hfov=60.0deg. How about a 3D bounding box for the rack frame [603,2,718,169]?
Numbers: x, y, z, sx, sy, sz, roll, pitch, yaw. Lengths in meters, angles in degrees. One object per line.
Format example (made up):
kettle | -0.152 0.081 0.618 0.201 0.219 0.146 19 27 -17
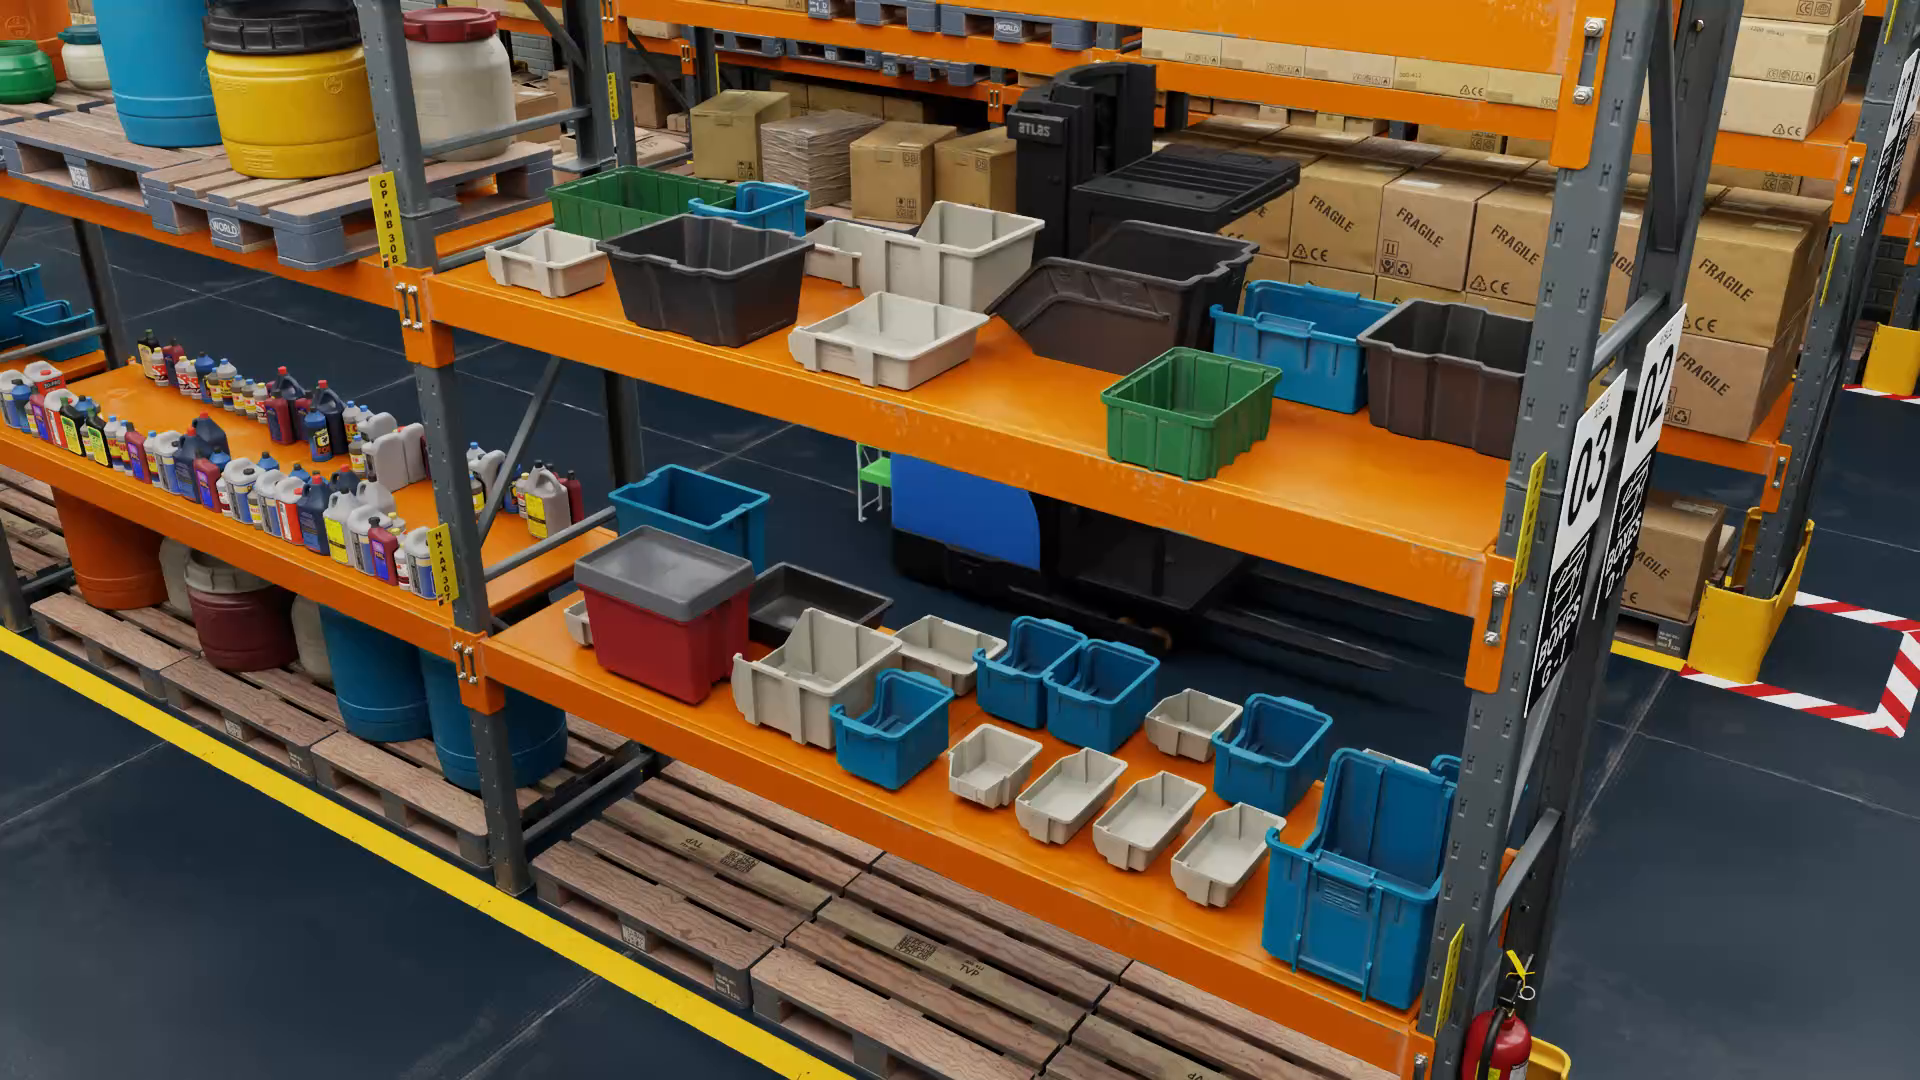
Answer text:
rack frame | -2.181 -2.863 12.568 0.127 3.000 1.000 17 32 30

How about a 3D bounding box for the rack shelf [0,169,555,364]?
rack shelf | -3.340 -1.515 7.405 4.000 0.370 1.077 17 32 30

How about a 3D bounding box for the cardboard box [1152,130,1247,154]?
cardboard box | 1.346 -2.100 9.856 0.500 0.500 0.500 18 32 32

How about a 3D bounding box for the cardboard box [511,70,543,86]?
cardboard box | -5.454 -5.557 20.341 0.500 0.311 0.500 14 30 25

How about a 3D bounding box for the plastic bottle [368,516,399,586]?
plastic bottle | -2.416 0.045 6.984 0.133 0.283 0.061 17 32 30

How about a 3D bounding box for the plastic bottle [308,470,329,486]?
plastic bottle | -2.861 -0.182 7.443 0.097 0.271 0.097 0 27 0

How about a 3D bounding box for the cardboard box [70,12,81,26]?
cardboard box | -8.354 -5.003 15.948 0.250 0.149 0.380 16 31 29

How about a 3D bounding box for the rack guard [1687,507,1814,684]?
rack guard | 4.351 0.286 9.137 0.348 0.500 1.175 17 32 30

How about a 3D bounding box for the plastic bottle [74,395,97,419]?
plastic bottle | -4.319 -0.587 8.237 0.097 0.271 0.097 0 27 0

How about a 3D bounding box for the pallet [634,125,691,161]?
pallet | -3.250 -4.659 19.173 1.213 0.211 1.003 17 32 30

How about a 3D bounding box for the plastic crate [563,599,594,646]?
plastic crate | -1.388 0.279 6.619 0.243 0.136 0.396 17 32 30

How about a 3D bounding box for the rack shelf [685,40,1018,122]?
rack shelf | -1.028 -4.909 17.381 4.000 0.370 1.077 17 32 30

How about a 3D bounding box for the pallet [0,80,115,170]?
pallet | -4.413 -2.032 7.836 1.213 0.211 1.003 17 32 30

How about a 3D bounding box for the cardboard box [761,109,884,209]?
cardboard box | -0.952 -2.669 11.613 0.700 0.500 0.500 -24 36 -39

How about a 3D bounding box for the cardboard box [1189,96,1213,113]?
cardboard box | 2.244 -3.982 15.022 0.250 0.149 0.380 18 32 32

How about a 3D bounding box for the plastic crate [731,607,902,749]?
plastic crate | -0.537 0.502 6.020 0.530 0.282 0.437 17 32 30

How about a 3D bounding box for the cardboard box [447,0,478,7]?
cardboard box | -5.751 -6.468 19.796 0.500 0.250 0.500 16 31 29

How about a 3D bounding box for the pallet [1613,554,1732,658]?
pallet | 3.693 0.211 9.604 1.213 0.211 1.003 17 32 30

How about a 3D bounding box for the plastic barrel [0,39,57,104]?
plastic barrel | -4.245 -2.109 7.487 0.294 0.245 0.294 0 27 0

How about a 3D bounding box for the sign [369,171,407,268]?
sign | -2.004 -1.120 5.827 0.005 0.325 0.100 17 32 30

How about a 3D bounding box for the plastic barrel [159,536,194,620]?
plastic barrel | -4.059 0.141 8.947 0.421 0.512 0.421 0 27 0

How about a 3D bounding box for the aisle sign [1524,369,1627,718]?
aisle sign | 1.500 0.012 4.053 0.004 0.787 0.394 17 32 30

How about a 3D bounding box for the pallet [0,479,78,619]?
pallet | -5.605 0.017 9.983 1.213 0.211 1.003 17 32 30

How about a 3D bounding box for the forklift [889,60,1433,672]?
forklift | 1.097 -0.944 8.874 3.031 2.935 1.130 16 31 29

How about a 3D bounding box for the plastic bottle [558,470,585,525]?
plastic bottle | -1.752 -0.186 7.438 0.133 0.283 0.061 17 32 30

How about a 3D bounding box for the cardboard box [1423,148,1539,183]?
cardboard box | 2.933 -1.903 9.470 0.500 0.500 0.500 17 32 30

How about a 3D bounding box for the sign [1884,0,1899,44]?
sign | 4.083 -2.338 7.253 0.005 0.325 0.100 17 32 30

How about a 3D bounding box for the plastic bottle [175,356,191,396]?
plastic bottle | -4.138 -0.883 8.897 0.097 0.201 0.097 0 27 0

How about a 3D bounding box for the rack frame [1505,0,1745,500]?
rack frame | 1.606 -1.631 3.534 0.127 3.000 1.000 17 32 30

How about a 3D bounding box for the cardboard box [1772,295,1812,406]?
cardboard box | 4.197 -1.066 8.926 0.500 0.500 0.500 18 32 31

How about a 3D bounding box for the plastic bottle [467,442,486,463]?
plastic bottle | -2.239 -0.323 7.719 0.097 0.271 0.097 0 27 0

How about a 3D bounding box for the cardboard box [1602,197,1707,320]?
cardboard box | 3.474 -1.440 8.559 0.500 0.500 0.500 18 32 32

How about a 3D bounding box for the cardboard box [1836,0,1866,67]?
cardboard box | 4.138 -2.531 8.222 0.500 0.250 0.500 17 32 30

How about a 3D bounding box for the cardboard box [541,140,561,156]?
cardboard box | -3.264 -3.057 13.227 0.250 0.149 0.380 20 33 34

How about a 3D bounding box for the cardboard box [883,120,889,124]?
cardboard box | -0.787 -4.256 17.577 0.500 0.500 0.700 17 32 30

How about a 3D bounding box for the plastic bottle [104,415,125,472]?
plastic bottle | -4.053 -0.470 8.009 0.097 0.271 0.097 0 27 0

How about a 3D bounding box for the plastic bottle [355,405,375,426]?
plastic bottle | -2.891 -0.526 8.118 0.097 0.271 0.097 0 27 0

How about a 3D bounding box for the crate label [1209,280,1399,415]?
crate label | 1.029 -0.586 4.951 0.502 0.251 0.408 17 32 30

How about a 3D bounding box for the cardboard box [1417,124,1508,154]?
cardboard box | 4.356 -3.677 13.837 0.700 0.700 0.980 18 32 31

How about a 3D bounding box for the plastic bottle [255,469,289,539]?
plastic bottle | -3.027 -0.168 7.409 0.135 0.276 0.152 17 32 30

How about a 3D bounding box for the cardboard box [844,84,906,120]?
cardboard box | -0.863 -4.597 17.421 0.500 0.250 0.500 17 32 30

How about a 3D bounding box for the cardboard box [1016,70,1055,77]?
cardboard box | 0.876 -4.681 15.681 0.500 0.500 0.500 18 32 32

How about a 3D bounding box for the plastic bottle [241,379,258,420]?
plastic bottle | -3.657 -0.733 8.603 0.097 0.201 0.097 0 27 0

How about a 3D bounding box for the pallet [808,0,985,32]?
pallet | -0.238 -3.548 10.814 1.003 0.211 1.213 17 32 30

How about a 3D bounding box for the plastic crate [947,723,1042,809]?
plastic crate | 0.103 0.780 5.634 0.250 0.136 0.298 17 32 30

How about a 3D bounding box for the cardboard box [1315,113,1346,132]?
cardboard box | 3.258 -3.622 14.316 0.250 0.149 0.380 18 32 31

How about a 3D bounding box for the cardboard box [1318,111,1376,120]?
cardboard box | 3.395 -3.899 14.144 0.500 0.500 0.500 17 31 30

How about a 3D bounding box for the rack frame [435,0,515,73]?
rack frame | -5.973 -6.770 20.246 0.127 3.000 1.000 17 32 30

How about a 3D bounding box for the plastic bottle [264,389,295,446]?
plastic bottle | -3.400 -0.621 8.291 0.133 0.283 0.061 17 32 30

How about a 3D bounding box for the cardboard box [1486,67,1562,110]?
cardboard box | 3.015 -2.368 8.454 0.500 0.250 0.500 17 32 30

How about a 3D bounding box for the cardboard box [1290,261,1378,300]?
cardboard box | 2.217 -1.388 9.560 0.500 0.500 0.500 17 32 30

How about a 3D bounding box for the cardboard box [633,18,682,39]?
cardboard box | -3.238 -5.693 18.273 0.500 0.250 0.500 17 32 30

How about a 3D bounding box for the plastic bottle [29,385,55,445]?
plastic bottle | -4.569 -0.626 8.302 0.133 0.283 0.061 17 32 30

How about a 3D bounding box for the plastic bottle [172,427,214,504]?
plastic bottle | -3.542 -0.359 7.703 0.185 0.351 0.144 17 32 30

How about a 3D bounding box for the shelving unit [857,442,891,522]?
shelving unit | -0.361 -0.637 10.178 0.503 1.200 0.258 16 31 29

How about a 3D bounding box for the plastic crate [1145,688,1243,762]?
plastic crate | 0.812 0.659 5.872 0.298 0.136 0.250 17 32 30

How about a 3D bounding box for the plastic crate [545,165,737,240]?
plastic crate | -1.171 -1.231 6.289 0.662 0.188 0.450 17 32 30

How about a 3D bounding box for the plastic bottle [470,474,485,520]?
plastic bottle | -2.214 -0.200 7.555 0.097 0.201 0.097 0 27 0

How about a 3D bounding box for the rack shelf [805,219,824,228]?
rack shelf | -0.532 -2.029 11.722 4.000 0.370 1.077 17 32 30
